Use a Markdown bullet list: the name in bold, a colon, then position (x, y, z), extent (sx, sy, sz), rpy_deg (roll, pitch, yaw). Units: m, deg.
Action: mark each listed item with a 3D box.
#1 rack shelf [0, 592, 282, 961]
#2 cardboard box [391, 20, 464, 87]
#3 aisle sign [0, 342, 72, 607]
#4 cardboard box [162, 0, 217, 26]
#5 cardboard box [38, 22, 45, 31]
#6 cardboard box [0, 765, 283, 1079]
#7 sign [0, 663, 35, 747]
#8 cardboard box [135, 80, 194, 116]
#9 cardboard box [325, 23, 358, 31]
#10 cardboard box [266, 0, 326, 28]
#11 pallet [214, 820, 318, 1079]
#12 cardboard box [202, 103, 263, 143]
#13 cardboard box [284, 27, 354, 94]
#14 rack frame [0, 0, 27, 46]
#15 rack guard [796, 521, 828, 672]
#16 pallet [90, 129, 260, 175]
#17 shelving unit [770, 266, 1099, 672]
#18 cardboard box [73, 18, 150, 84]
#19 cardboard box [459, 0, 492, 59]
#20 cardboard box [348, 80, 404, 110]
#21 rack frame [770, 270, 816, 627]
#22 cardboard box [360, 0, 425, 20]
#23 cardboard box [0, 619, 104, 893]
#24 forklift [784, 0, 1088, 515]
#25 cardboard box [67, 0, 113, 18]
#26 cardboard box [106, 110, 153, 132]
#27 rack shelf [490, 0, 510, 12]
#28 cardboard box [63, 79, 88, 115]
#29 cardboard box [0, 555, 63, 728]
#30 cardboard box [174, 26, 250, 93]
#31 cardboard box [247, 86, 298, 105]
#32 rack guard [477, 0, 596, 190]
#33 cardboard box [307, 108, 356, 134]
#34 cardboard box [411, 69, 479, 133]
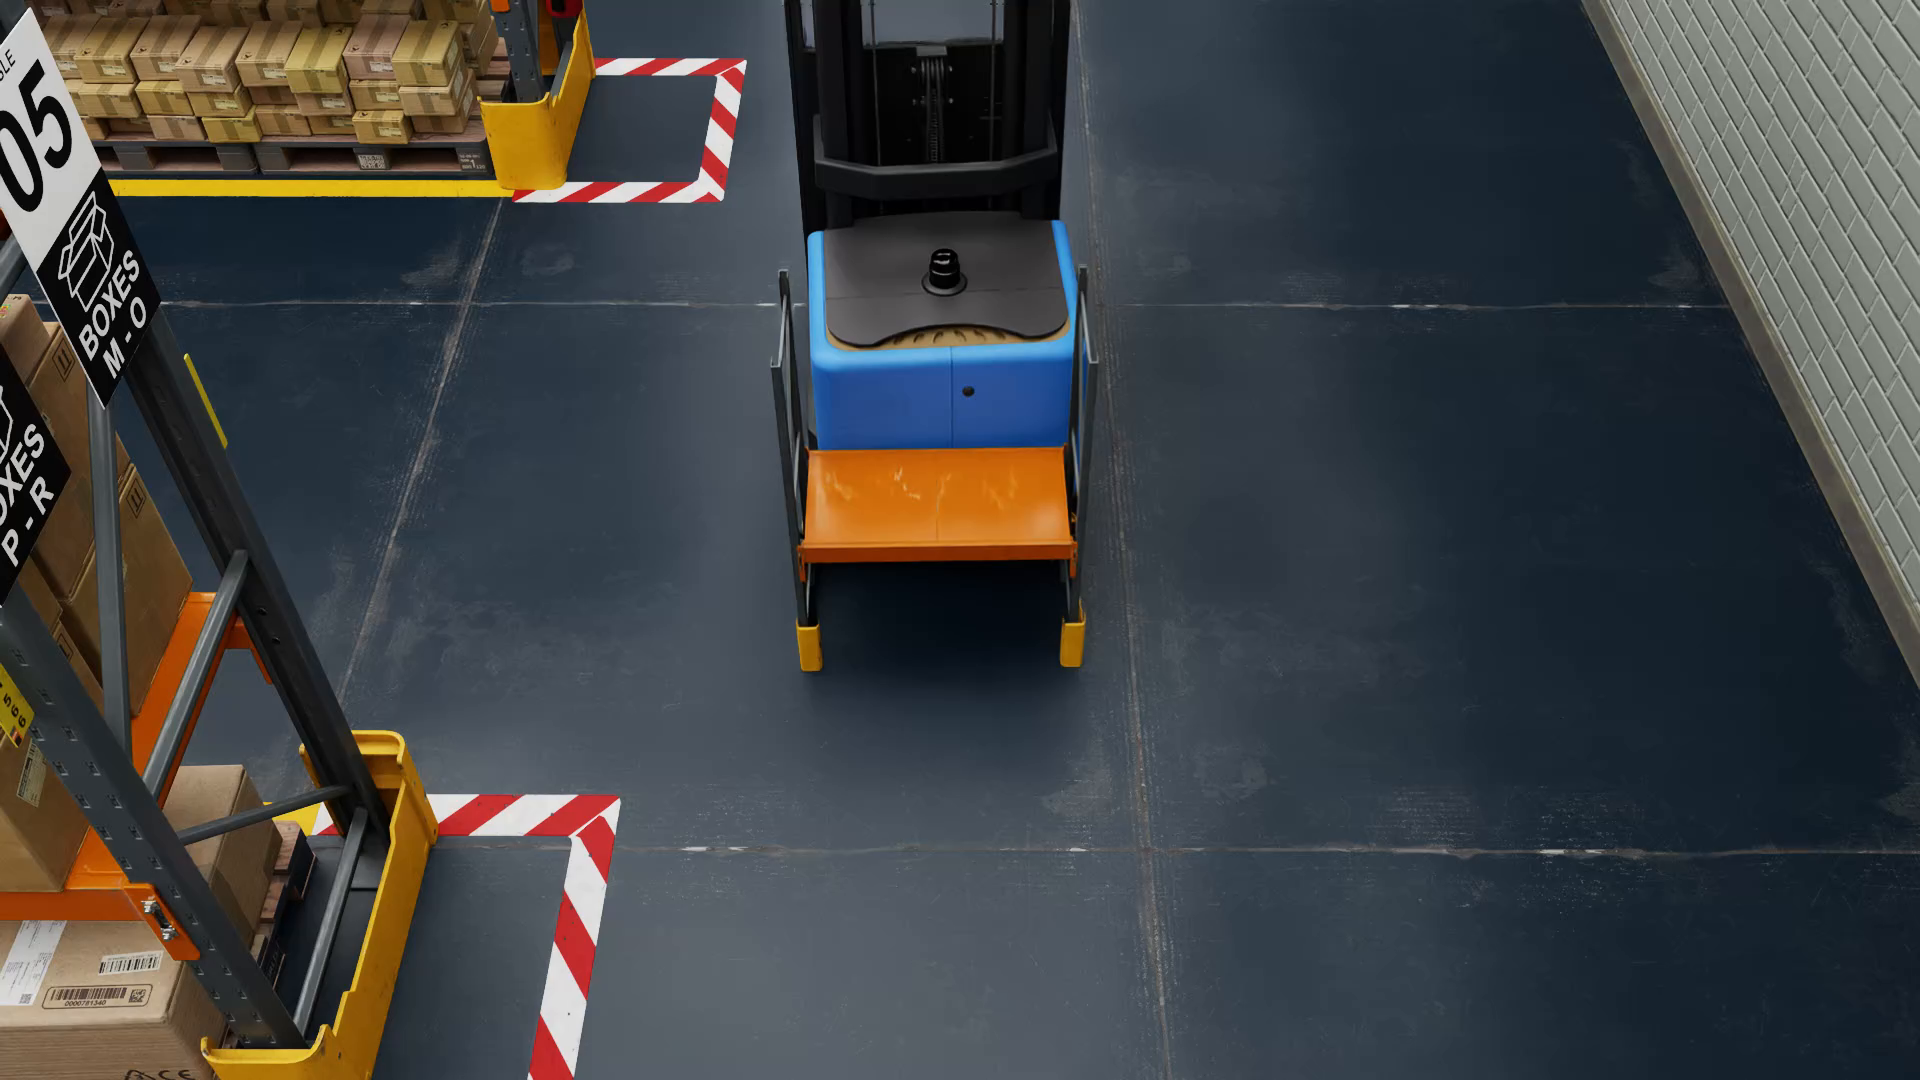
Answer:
- **rack shelf**: position (-4.040, 0.624, 4.692), extent (4.000, 0.370, 1.077), rpy_deg (0, 47, 0)
- **cardboard box**: position (-2.653, -2.429, 8.297), extent (0.250, 0.149, 0.380), rpy_deg (1, 47, 1)
- **aisle sign**: position (-1.969, -0.274, 3.260), extent (0.004, 0.787, 0.394), rpy_deg (0, 47, 0)
- **cardboard box**: position (-3.961, -2.852, 8.691), extent (0.250, 0.149, 0.380), rpy_deg (1, 47, 1)
- **cardboard box**: position (-4.735, -2.418, 8.287), extent (0.250, 0.149, 0.380), rpy_deg (1, 47, 1)
- **cardboard box**: position (-2.700, 1.186, 5.141), extent (0.875, 0.438, 0.875), rpy_deg (-1, 47, -1)
- **sign**: position (-2.056, 0.307, 3.543), extent (0.005, 0.325, 0.100), rpy_deg (0, 47, 0)
- **cardboard box**: position (-3.945, -2.311, 8.390), extent (0.250, 0.149, 0.380), rpy_deg (2, 47, 2)
- **cardboard box**: position (-3.164, -2.679, 8.733), extent (0.250, 0.149, 0.380), rpy_deg (1, 47, 1)
- **cardboard box**: position (-3.421, -2.811, 8.652), extent (0.250, 0.149, 0.380), rpy_deg (-2, 47, -2)
- **pallet**: position (-2.840, 1.390, 5.393), extent (1.213, 0.211, 1.003), rpy_deg (0, 47, 0)
- **cardboard box**: position (-3.673, -2.196, 8.486), extent (0.250, 0.149, 0.380), rpy_deg (-2, 47, -2)
- **cardboard box**: position (-3.163, -2.380, 8.251), extent (0.250, 0.149, 0.380), rpy_deg (-1, 47, -1)
- **rack frame**: position (-2.040, -1.659, 2.227), extent (0.127, 3.000, 1.000), rpy_deg (0, 47, 0)
- **rack guard**: position (-0.574, 0.203, 6.471), extent (0.087, 0.250, 0.587), rpy_deg (-1, 47, -1)
- **pallet**: position (-4.228, -2.322, 8.848), extent (1.213, 0.211, 1.003), rpy_deg (0, 47, 0)
- **shelving unit**: position (-0.076, -0.230, 6.020), extent (1.083, 1.500, 0.587), rpy_deg (-1, 47, -1)
- **cardboard box**: position (-4.216, -2.449, 8.315), extent (0.250, 0.149, 0.380), rpy_deg (0, 47, 0)
- **cardboard box**: position (-2.645, -2.701, 8.753), extent (0.250, 0.149, 0.380), rpy_deg (2, 47, 2)
- **cardboard box**: position (-2.912, -2.345, 8.421), extent (0.250, 0.149, 0.380), rpy_deg (-1, 47, -1)
- **rack frame**: position (-0.593, -0.222, 6.013), extent (0.032, 1.500, 0.500), rpy_deg (-1, 47, -1)
- **cardboard box**: position (-2.921, -2.776, 8.620), extent (0.250, 0.149, 0.380), rpy_deg (1, 47, 1)
- **cardboard box**: position (-2.523, 0.543, 4.208), extent (0.500, 0.500, 0.500), rpy_deg (0, 47, 0)
- **forklift**: position (-0.143, -2.022, 6.711), extent (1.130, 2.935, 3.031), rpy_deg (-3, 47, -3)
- **cardboard box**: position (-4.461, -2.864, 8.702), extent (0.250, 0.149, 0.380), rpy_deg (-1, 47, -1)
- **cardboard box**: position (-4.199, -2.267, 8.552), extent (0.250, 0.149, 0.380), rpy_deg (1, 47, 1)
- **rack shelf**: position (-4.122, -2.999, 8.065), extent (4.000, 0.370, 1.077), rpy_deg (0, 47, 0)
- **cardboard box**: position (-4.467, -2.310, 8.390), extent (0.250, 0.149, 0.380), rpy_deg (0, 47, 0)
- **cardboard box**: position (-2.523, 0.183, 3.860), extent (0.500, 0.500, 0.500), rpy_deg (2, 47, 1)
- **cardboard box**: position (-3.691, -2.387, 8.257), extent (0.250, 0.149, 0.380), rpy_deg (2, 47, 2)
- **cardboard box**: position (-3.439, -2.381, 8.455), extent (0.250, 0.149, 0.380), rpy_deg (0, 47, 0)
- **rack guard**: position (-2.198, -2.387, 8.711), extent (0.348, 0.500, 1.175), rpy_deg (0, 47, 0)
- **cardboard box**: position (-3.171, -2.250, 8.536), extent (0.250, 0.149, 0.380), rpy_deg (0, 47, 0)
- **cardboard box**: position (-2.650, -2.259, 8.545), extent (0.250, 0.149, 0.380), rpy_deg (1, 47, 1)
